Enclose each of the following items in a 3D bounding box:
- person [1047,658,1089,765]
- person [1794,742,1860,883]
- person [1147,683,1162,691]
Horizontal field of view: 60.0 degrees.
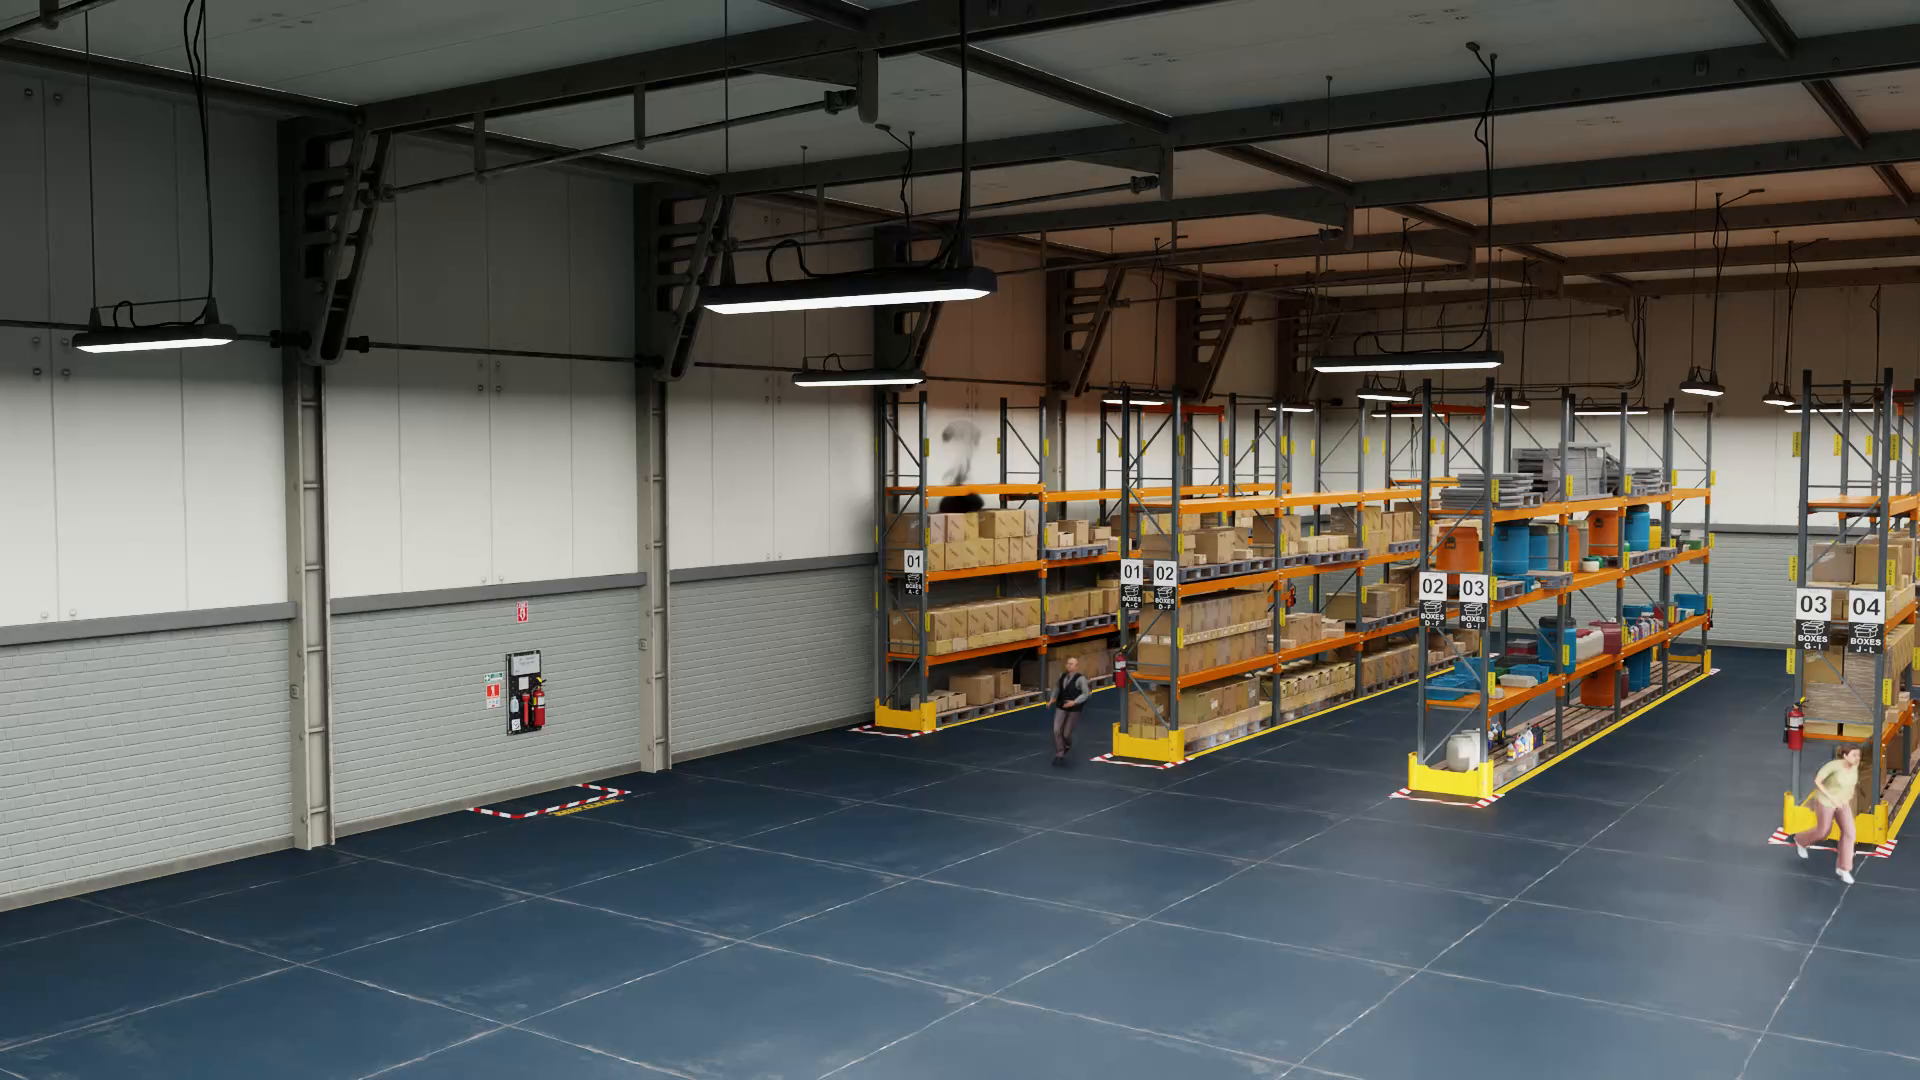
[{"bbox_3d":[1.739,2.718,26.475,0.728,1.700,0.701,2,4,28],"label":"person"},{"bbox_3d":[10.221,3.133,19.577,0.604,1.625,0.992,-1,3,-17],"label":"person"},{"bbox_3d":[3.854,2.347,32.477,0.701,1.729,0.680,2,4,31],"label":"person"}]
